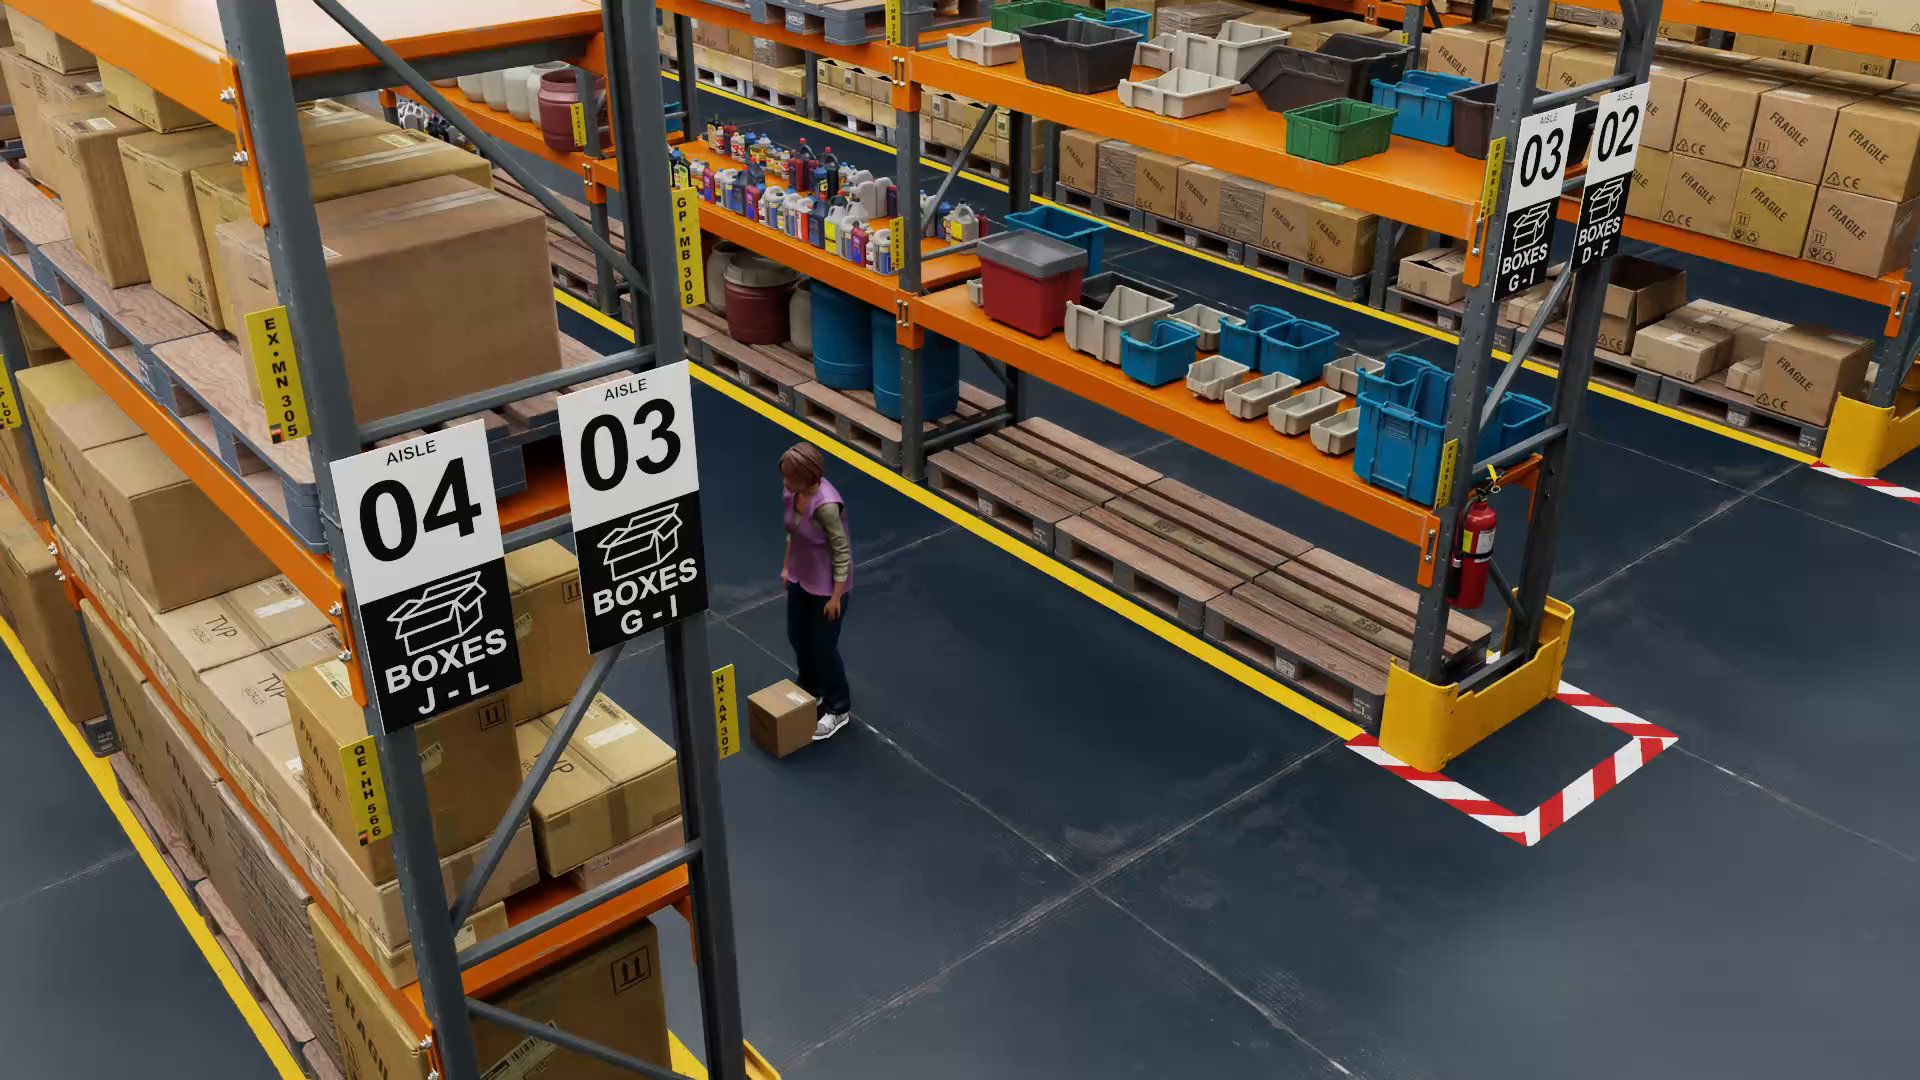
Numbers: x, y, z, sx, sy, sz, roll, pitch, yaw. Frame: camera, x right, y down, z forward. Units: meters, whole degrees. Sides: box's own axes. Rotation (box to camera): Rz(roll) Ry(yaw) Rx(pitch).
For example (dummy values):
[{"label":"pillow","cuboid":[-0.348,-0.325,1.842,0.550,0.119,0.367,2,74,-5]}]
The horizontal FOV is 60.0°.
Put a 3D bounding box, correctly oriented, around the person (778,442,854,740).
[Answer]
[{"label":"person","cuboid":[-0.714,0.228,8.219,0.346,1.591,0.459,-23,36,-35]}]
